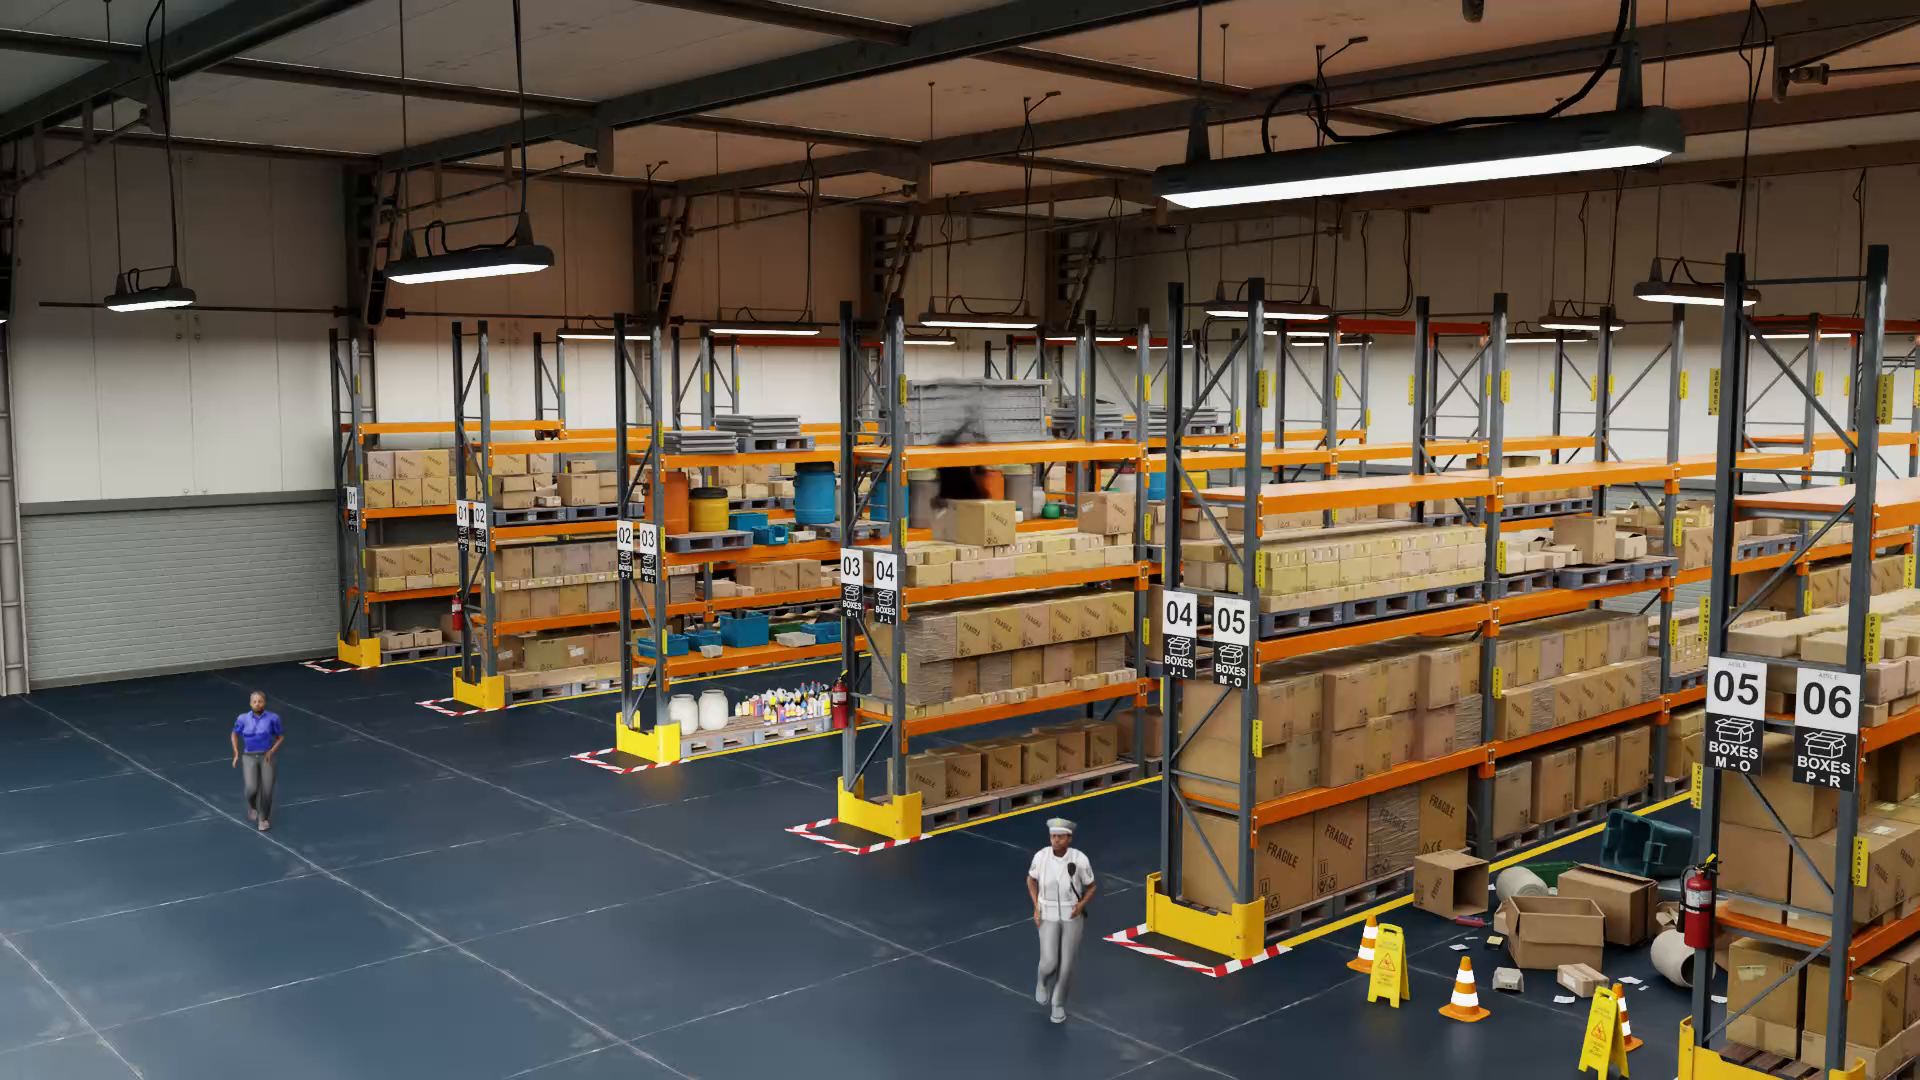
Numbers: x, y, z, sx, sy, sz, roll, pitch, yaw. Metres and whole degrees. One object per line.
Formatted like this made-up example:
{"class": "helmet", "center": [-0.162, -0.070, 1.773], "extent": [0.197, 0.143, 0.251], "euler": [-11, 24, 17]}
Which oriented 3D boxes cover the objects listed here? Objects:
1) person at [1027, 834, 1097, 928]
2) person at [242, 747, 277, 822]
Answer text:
{"class": "person", "center": [0.774, 2.714, 13.238], "extent": [0.505, 0.762, 0.497], "euler": [1, 6, 6]}
{"class": "person", "center": [-7.949, 2.787, 18.894], "extent": [0.368, 0.908, 0.499], "euler": [-2, 6, -22]}
